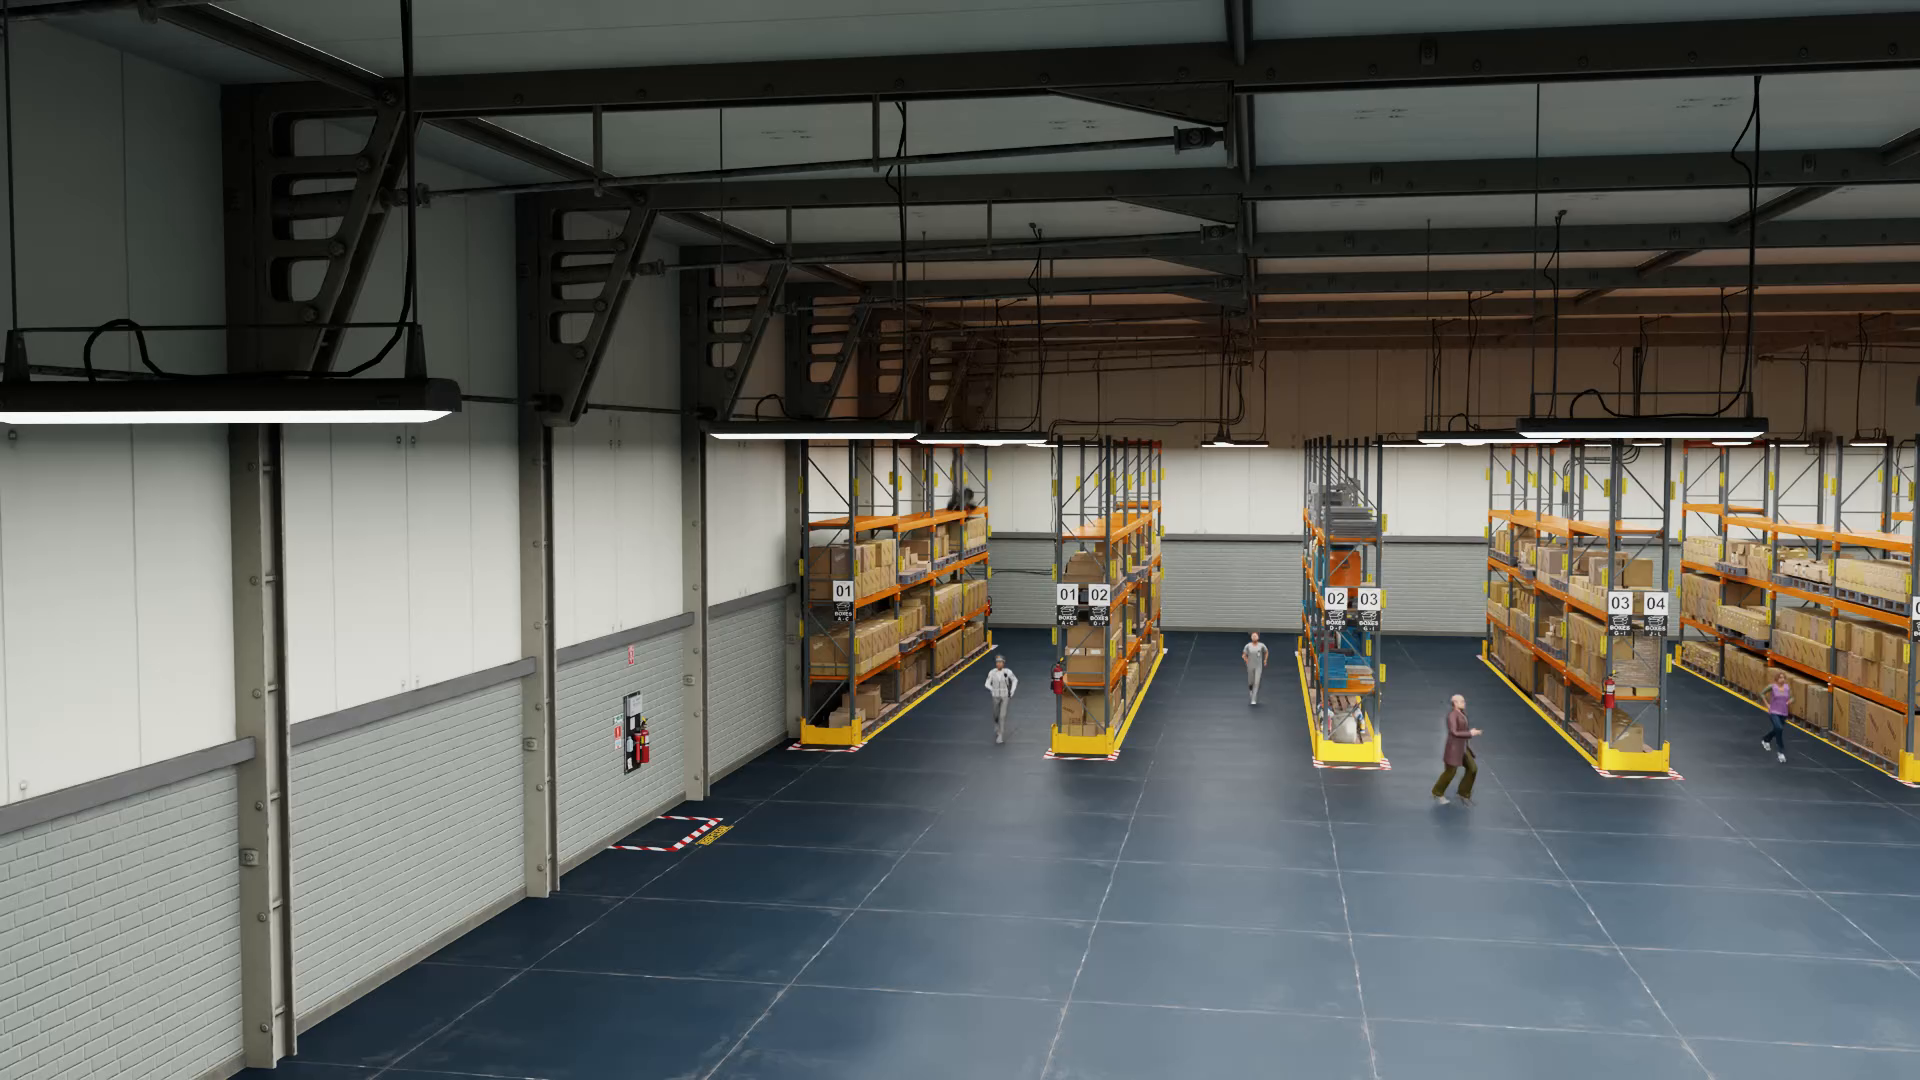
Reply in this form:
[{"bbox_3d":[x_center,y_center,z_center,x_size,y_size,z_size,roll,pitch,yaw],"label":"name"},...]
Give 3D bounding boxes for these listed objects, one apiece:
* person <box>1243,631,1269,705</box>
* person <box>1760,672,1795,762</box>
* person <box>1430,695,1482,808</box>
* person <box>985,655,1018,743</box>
[{"bbox_3d":[6.659,2.885,37.485,0.582,1.639,0.840,1,3,12],"label":"person"},{"bbox_3d":[15.212,3.271,30.943,0.507,1.613,0.899,0,3,-6],"label":"person"},{"bbox_3d":[7.950,3.398,26.626,0.840,1.856,0.708,2,4,38],"label":"person"},{"bbox_3d":[0.817,3.110,32.866,0.631,1.687,0.903,1,3,10],"label":"person"}]
